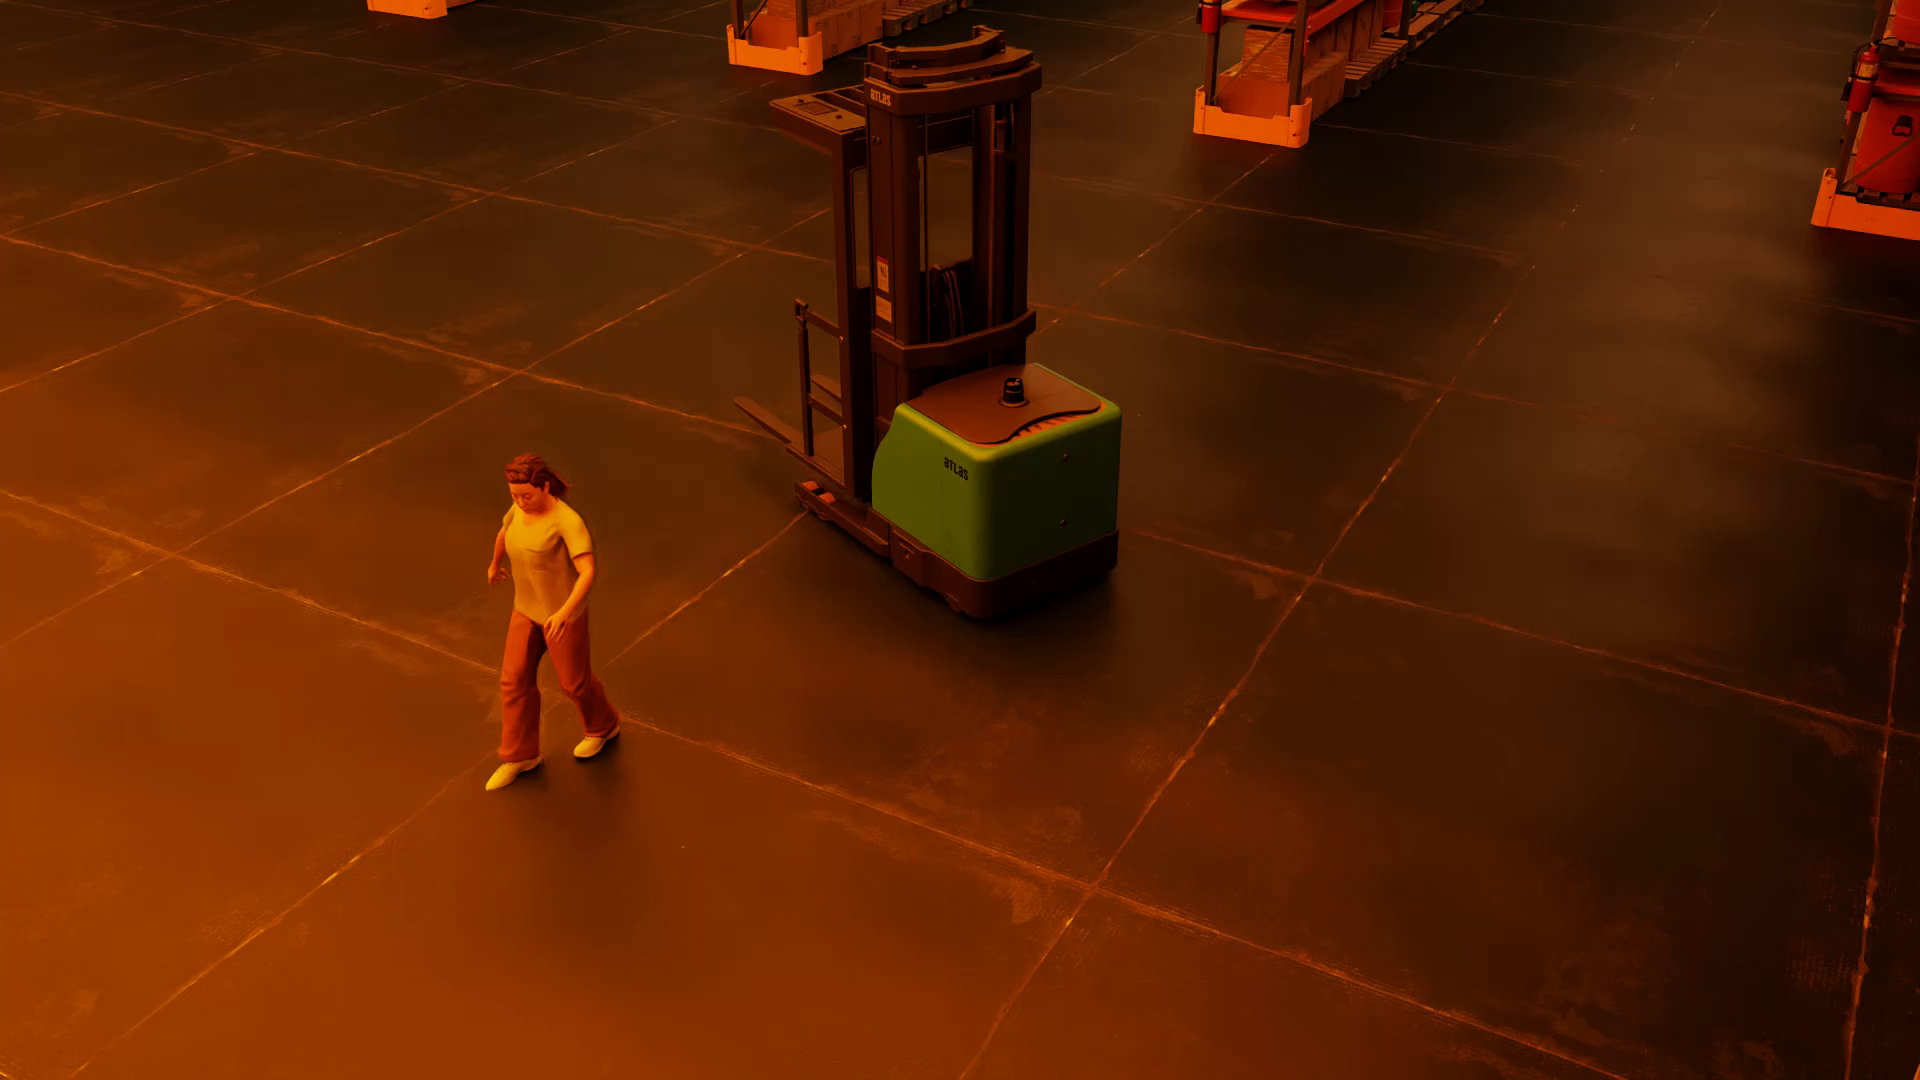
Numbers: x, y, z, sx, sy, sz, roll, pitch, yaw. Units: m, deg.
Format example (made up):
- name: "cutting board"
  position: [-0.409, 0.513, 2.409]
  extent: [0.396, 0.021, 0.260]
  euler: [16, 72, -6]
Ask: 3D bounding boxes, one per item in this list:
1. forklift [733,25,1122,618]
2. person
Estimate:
- name: "forklift"
  position: [-0.369, -1.520, 9.704]
  extent: [1.130, 2.935, 3.031]
  euler: [-20, 36, -31]
- name: "person"
  position: [-1.993, 0.369, 7.741]
  extent: [0.898, 1.670, 0.707]
  euler: [18, 35, 28]
